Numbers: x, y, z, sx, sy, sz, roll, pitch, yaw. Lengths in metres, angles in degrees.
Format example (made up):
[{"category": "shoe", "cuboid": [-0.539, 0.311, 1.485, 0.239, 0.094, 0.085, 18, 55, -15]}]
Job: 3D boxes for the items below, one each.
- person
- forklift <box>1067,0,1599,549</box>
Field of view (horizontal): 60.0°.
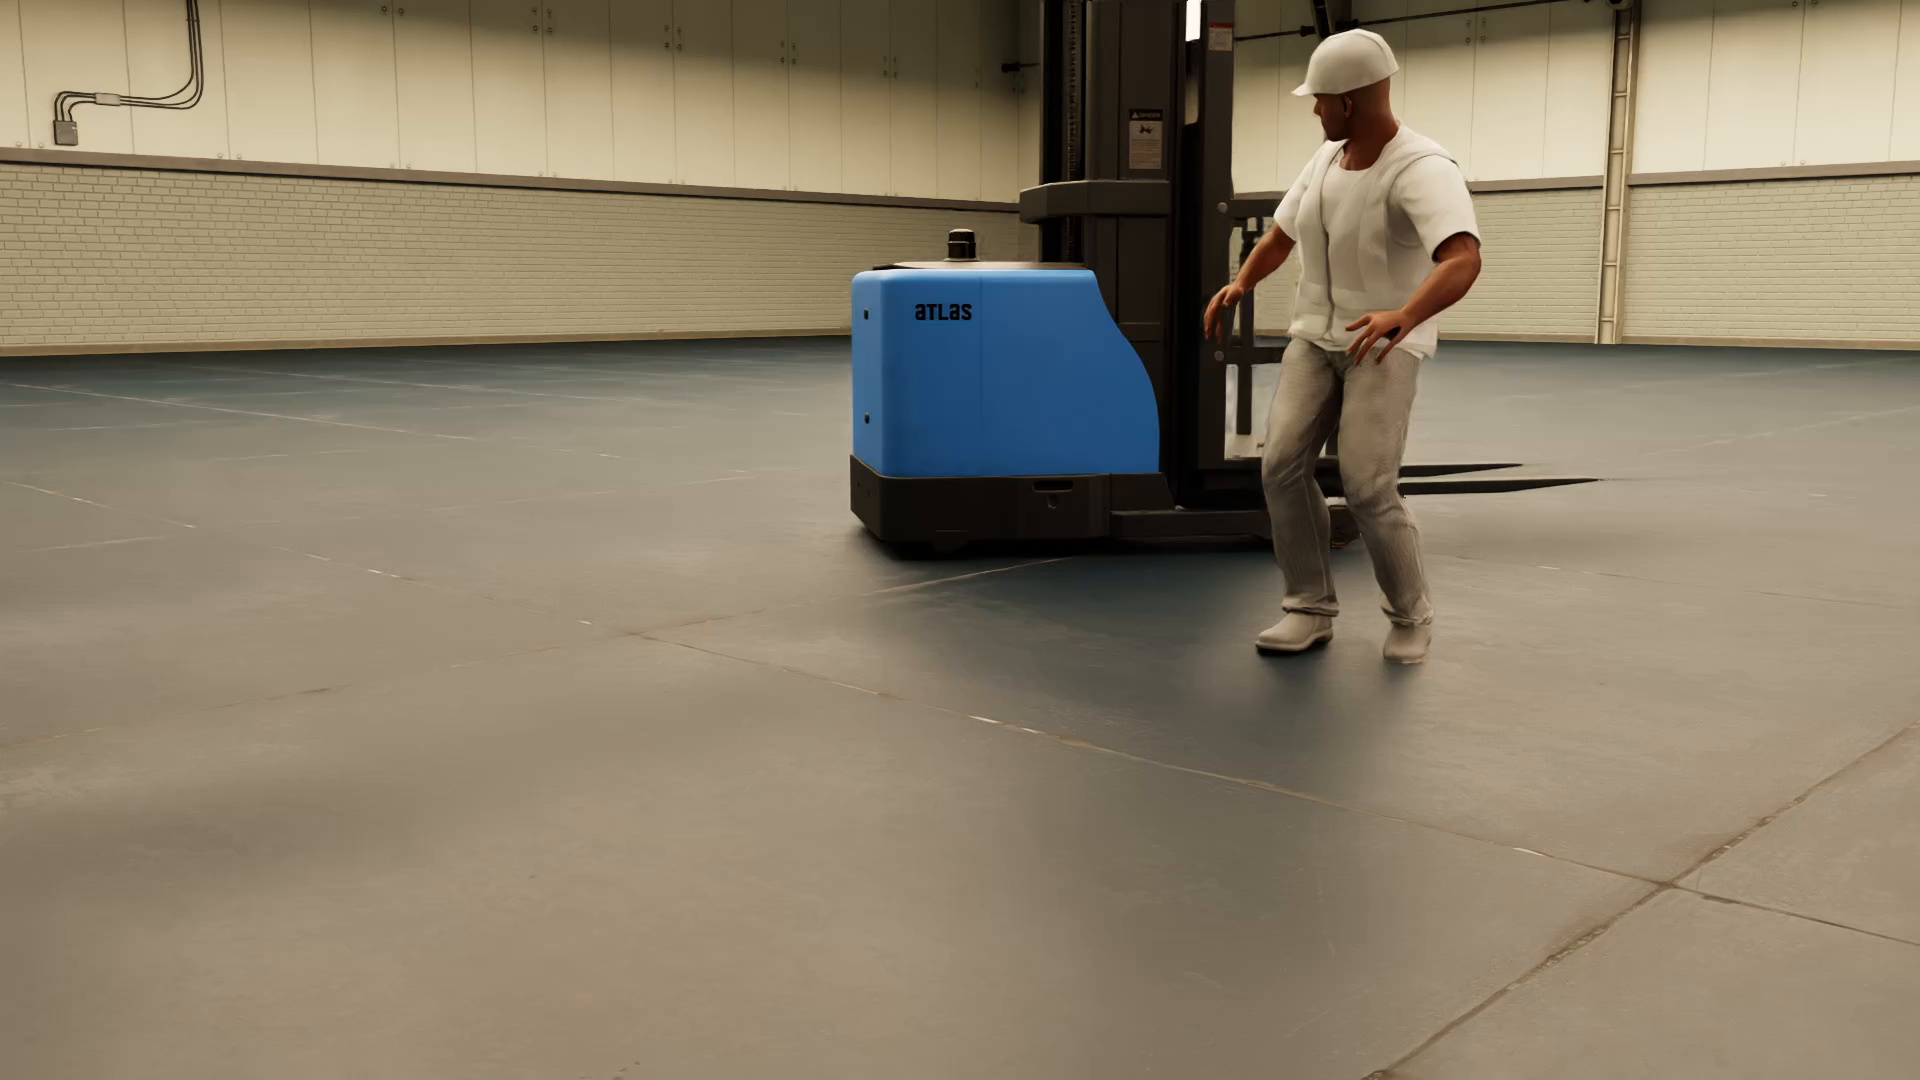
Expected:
[{"category": "person", "cuboid": [1.031, -0.509, 4.545, 0.679, 1.708, 0.823, -7, 11, -41]}, {"category": "forklift", "cuboid": [1.104, -1.485, 6.737, 3.031, 2.935, 1.121, -2, 9, -11]}]
